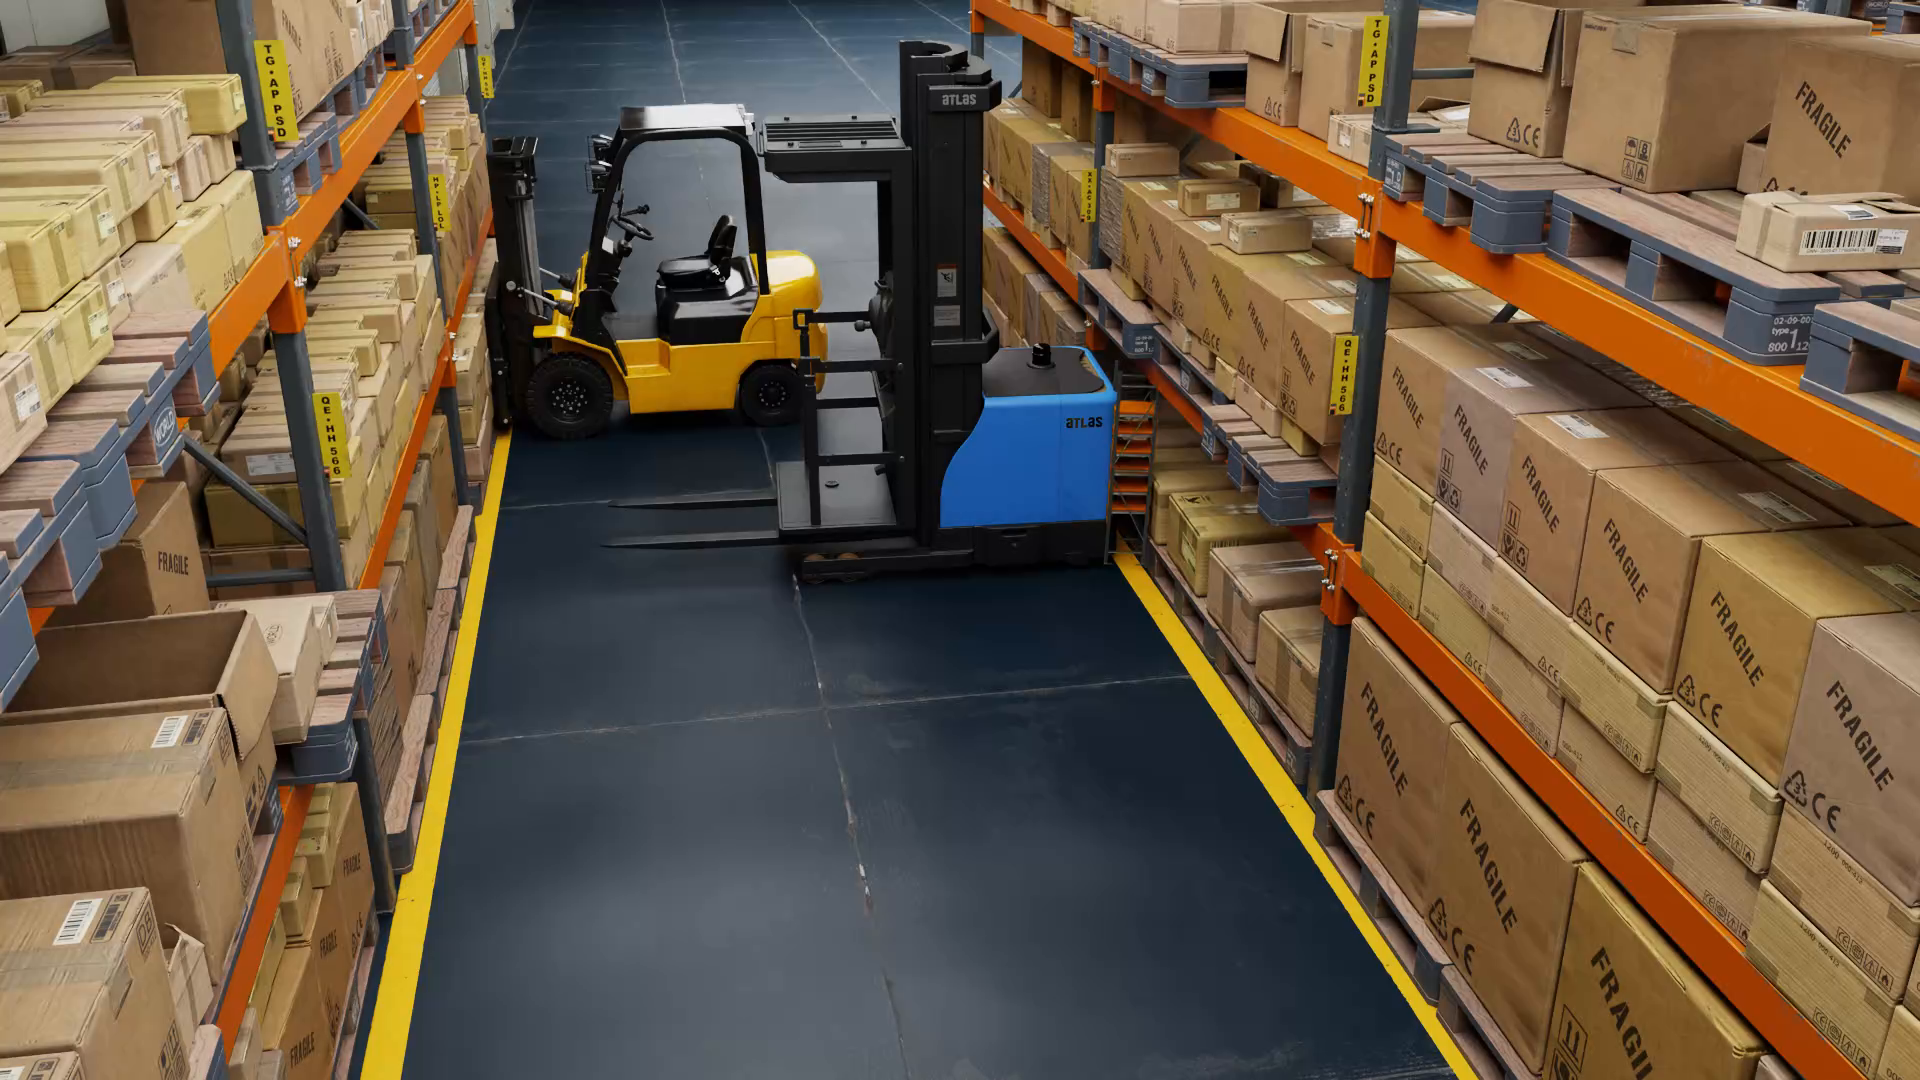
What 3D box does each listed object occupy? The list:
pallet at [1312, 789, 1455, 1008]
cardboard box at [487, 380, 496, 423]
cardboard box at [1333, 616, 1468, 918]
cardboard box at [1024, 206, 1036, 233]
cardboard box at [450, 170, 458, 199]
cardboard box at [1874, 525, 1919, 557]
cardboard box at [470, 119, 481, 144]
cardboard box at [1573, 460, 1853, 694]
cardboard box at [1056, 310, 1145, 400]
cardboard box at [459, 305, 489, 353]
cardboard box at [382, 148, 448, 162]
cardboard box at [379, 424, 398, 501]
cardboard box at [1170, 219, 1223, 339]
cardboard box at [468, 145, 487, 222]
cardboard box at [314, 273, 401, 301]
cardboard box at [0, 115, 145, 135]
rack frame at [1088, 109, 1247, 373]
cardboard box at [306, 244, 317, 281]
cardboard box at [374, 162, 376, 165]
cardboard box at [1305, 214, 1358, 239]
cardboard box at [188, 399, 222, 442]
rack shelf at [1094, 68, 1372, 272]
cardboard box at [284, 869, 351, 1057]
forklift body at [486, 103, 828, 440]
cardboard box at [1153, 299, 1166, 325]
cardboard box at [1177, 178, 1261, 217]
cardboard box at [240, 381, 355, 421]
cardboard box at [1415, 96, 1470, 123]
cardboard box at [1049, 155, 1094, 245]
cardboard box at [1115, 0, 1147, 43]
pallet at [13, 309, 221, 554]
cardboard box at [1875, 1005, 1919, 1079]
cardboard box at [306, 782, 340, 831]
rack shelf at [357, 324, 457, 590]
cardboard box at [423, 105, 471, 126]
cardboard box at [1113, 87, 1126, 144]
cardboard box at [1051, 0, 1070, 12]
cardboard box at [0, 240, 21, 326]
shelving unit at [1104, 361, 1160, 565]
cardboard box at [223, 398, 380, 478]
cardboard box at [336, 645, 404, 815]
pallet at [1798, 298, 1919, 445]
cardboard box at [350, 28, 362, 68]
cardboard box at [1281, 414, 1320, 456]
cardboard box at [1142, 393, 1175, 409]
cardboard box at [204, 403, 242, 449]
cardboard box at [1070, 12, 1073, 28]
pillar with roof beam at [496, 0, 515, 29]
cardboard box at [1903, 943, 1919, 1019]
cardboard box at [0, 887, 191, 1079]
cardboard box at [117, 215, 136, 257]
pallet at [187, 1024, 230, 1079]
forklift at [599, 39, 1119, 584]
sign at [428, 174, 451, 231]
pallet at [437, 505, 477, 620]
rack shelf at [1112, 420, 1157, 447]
[{"bbox_3d":[2.144,1.387,6.811,1.003,0.211,1.213,-4,24,-10],"label":"pallet"},{"bbox_3d":[-3.528,-0.958,11.606,0.500,0.250,0.500,-4,24,-9],"label":"cardboard box"},{"bbox_3d":[2.119,0.852,6.680,0.875,0.875,0.875,-5,24,-10],"label":"cardboard box"},{"bbox_3d":[0.682,-2.369,12.241,0.380,0.149,0.250,-4,24,-9],"label":"cardboard box"},{"bbox_3d":[-3.490,-2.307,10.849,0.380,0.149,0.250,-5,24,-10],"label":"cardboard box"},{"bbox_3d":[2.802,0.273,4.503,0.500,0.500,0.500,-5,24,-11],"label":"cardboard box"},{"bbox_3d":[-3.868,-3.114,12.696,0.380,0.149,0.250,-4,24,-9],"label":"cardboard box"},{"bbox_3d":[2.195,0.099,4.901,0.500,0.500,0.500,-4,24,-9],"label":"cardboard box"},{"bbox_3d":[0.960,-1.269,11.381,0.500,0.500,0.500,-5,24,-10],"label":"cardboard box"},{"bbox_3d":[-3.514,-1.412,11.397,0.500,0.250,0.500,-3,24,-8],"label":"cardboard box"},{"bbox_3d":[-3.526,-2.443,10.788,0.380,0.149,0.250,-5,24,-11],"label":"cardboard box"},{"bbox_3d":[-2.837,-0.362,7.519,0.500,0.250,0.500,-5,24,-11],"label":"cardboard box"},{"bbox_3d":[1.414,-1.355,8.584,0.500,0.500,0.500,-5,24,-12],"label":"cardboard box"},{"bbox_3d":[-3.848,-2.651,12.448,0.500,0.500,0.500,-4,24,-8],"label":"cardboard box"},{"bbox_3d":[-3.038,-1.235,8.394,0.380,0.149,0.250,-5,24,-11],"label":"cardboard box"},{"bbox_3d":[-2.401,-1.034,4.440,0.380,0.149,0.250,-5,24,-11],"label":"cardboard box"},{"bbox_3d":[1.333,-1.780,10.578,1.000,3.000,0.127,-4,24,-10],"label":"rack frame"},{"bbox_3d":[-3.692,-1.491,8.980,0.380,0.149,0.250,-5,24,-12],"label":"cardboard box"},{"bbox_3d":[-4.142,-2.468,11.217,0.380,0.149,0.250,-5,24,-11],"label":"cardboard box"},{"bbox_3d":[1.924,-1.385,8.653,0.500,0.500,0.500,-5,24,-12],"label":"cardboard box"},{"bbox_3d":[-3.210,-0.495,6.700,0.380,0.149,0.250,-4,24,-10],"label":"cardboard box"},{"bbox_3d":[1.703,-2.038,8.320,1.077,0.370,4.000,-4,24,-10],"label":"rack shelf"},{"bbox_3d":[-2.433,1.463,5.750,0.500,0.500,0.500,-5,24,-11],"label":"cardboard box"},{"bbox_3d":[-2.141,-1.985,12.107,2.313,2.155,1.214,-4,24,-10],"label":"forklift body"},{"bbox_3d":[1.296,-1.308,9.285,0.380,0.149,0.250,-4,24,-9],"label":"cardboard box"},{"bbox_3d":[1.374,-1.821,8.840,0.380,0.149,0.250,-3,24,-7],"label":"cardboard box"},{"bbox_3d":[-2.698,-0.532,6.785,0.380,0.149,0.250,-4,24,-8],"label":"cardboard box"},{"bbox_3d":[2.134,-1.757,6.944,0.396,0.266,0.258,-4,24,-10],"label":"cardboard box"},{"bbox_3d":[0.904,-2.320,11.319,0.500,0.500,0.500,-4,24,-8],"label":"cardboard box"},{"bbox_3d":[1.142,-2.819,8.873,0.500,0.250,0.500,-5,24,-10],"label":"cardboard box"},{"bbox_3d":[-2.312,-0.222,3.498,1.213,0.211,1.003,-4,24,-10],"label":"pallet"},{"bbox_3d":[2.481,1.278,3.764,0.500,0.250,0.500,-5,24,-11],"label":"cardboard box"},{"bbox_3d":[-2.465,0.993,6.015,0.380,0.149,0.250,-5,24,-12],"label":"cardboard box"},{"bbox_3d":[-3.175,-0.295,8.076,1.077,0.370,4.000,-4,24,-10],"label":"rack shelf"},{"bbox_3d":[-3.860,-3.143,12.392,0.380,0.149,0.250,-4,24,-9],"label":"cardboard box"},{"bbox_3d":[1.392,-2.812,11.195,0.700,0.500,0.500,-4,24,-9],"label":"cardboard box"},{"bbox_3d":[0.892,-3.575,10.755,0.500,0.250,0.500,-5,24,-11],"label":"cardboard box"},{"bbox_3d":[-1.992,-0.447,3.070,0.380,0.149,0.250,-4,24,-9],"label":"cardboard box"},{"bbox_3d":[0.985,-0.435,9.640,0.258,1.200,0.189,1,25,-2],"label":"shelving unit"},{"bbox_3d":[-2.738,-0.388,6.953,0.500,0.250,0.500,-4,24,-8],"label":"cardboard box"},{"bbox_3d":[-2.907,0.812,7.086,0.875,0.625,0.625,-4,24,-8],"label":"cardboard box"},{"bbox_3d":[2.594,-0.277,3.628,0.805,0.209,1.217,-5,24,-12],"label":"pallet"},{"bbox_3d":[-2.900,-2.196,7.446,0.380,0.149,0.250,-5,24,-10],"label":"cardboard box"},{"bbox_3d":[1.660,-0.496,7.426,0.380,0.149,0.250,-4,24,-9],"label":"cardboard box"},{"bbox_3d":[1.489,-0.964,11.621,0.500,0.250,0.500,-5,24,-12],"label":"cardboard box"},{"bbox_3d":[-3.257,-0.355,6.879,0.500,0.250,0.500,-4,24,-9],"label":"cardboard box"},{"bbox_3d":[0.943,-3.449,10.965,0.380,0.149,0.250,-5,24,-12],"label":"cardboard box"},{"bbox_3d":[-5.248,-15.152,33.699,9.100,9.000,0.400,-4,24,-10],"label":"pillar with roof beam"},{"bbox_3d":[2.492,1.051,3.659,0.500,0.250,0.500,-4,24,-10],"label":"cardboard box"},{"bbox_3d":[-2.031,1.087,3.364,0.700,0.500,0.500,-4,24,-9],"label":"cardboard box"},{"bbox_3d":[-2.365,-0.800,4.275,0.380,0.149,0.250,-4,24,-9],"label":"cardboard box"},{"bbox_3d":[-2.106,1.501,3.305,1.003,0.211,1.213,-4,24,-10],"label":"pallet"},{"bbox_3d":[-0.625,-1.313,9.594,3.031,2.935,1.130,-3,24,-6],"label":"forklift"},{"bbox_3d":[-3.013,-1.949,9.618,0.100,0.325,0.005,-4,24,-10],"label":"sign"},{"bbox_3d":[-3.370,0.154,9.634,1.003,0.211,1.213,-4,24,-10],"label":"pallet"},{"bbox_3d":[0.992,-0.612,9.557,0.258,0.103,0.180,1,25,-2],"label":"rack shelf"}]
